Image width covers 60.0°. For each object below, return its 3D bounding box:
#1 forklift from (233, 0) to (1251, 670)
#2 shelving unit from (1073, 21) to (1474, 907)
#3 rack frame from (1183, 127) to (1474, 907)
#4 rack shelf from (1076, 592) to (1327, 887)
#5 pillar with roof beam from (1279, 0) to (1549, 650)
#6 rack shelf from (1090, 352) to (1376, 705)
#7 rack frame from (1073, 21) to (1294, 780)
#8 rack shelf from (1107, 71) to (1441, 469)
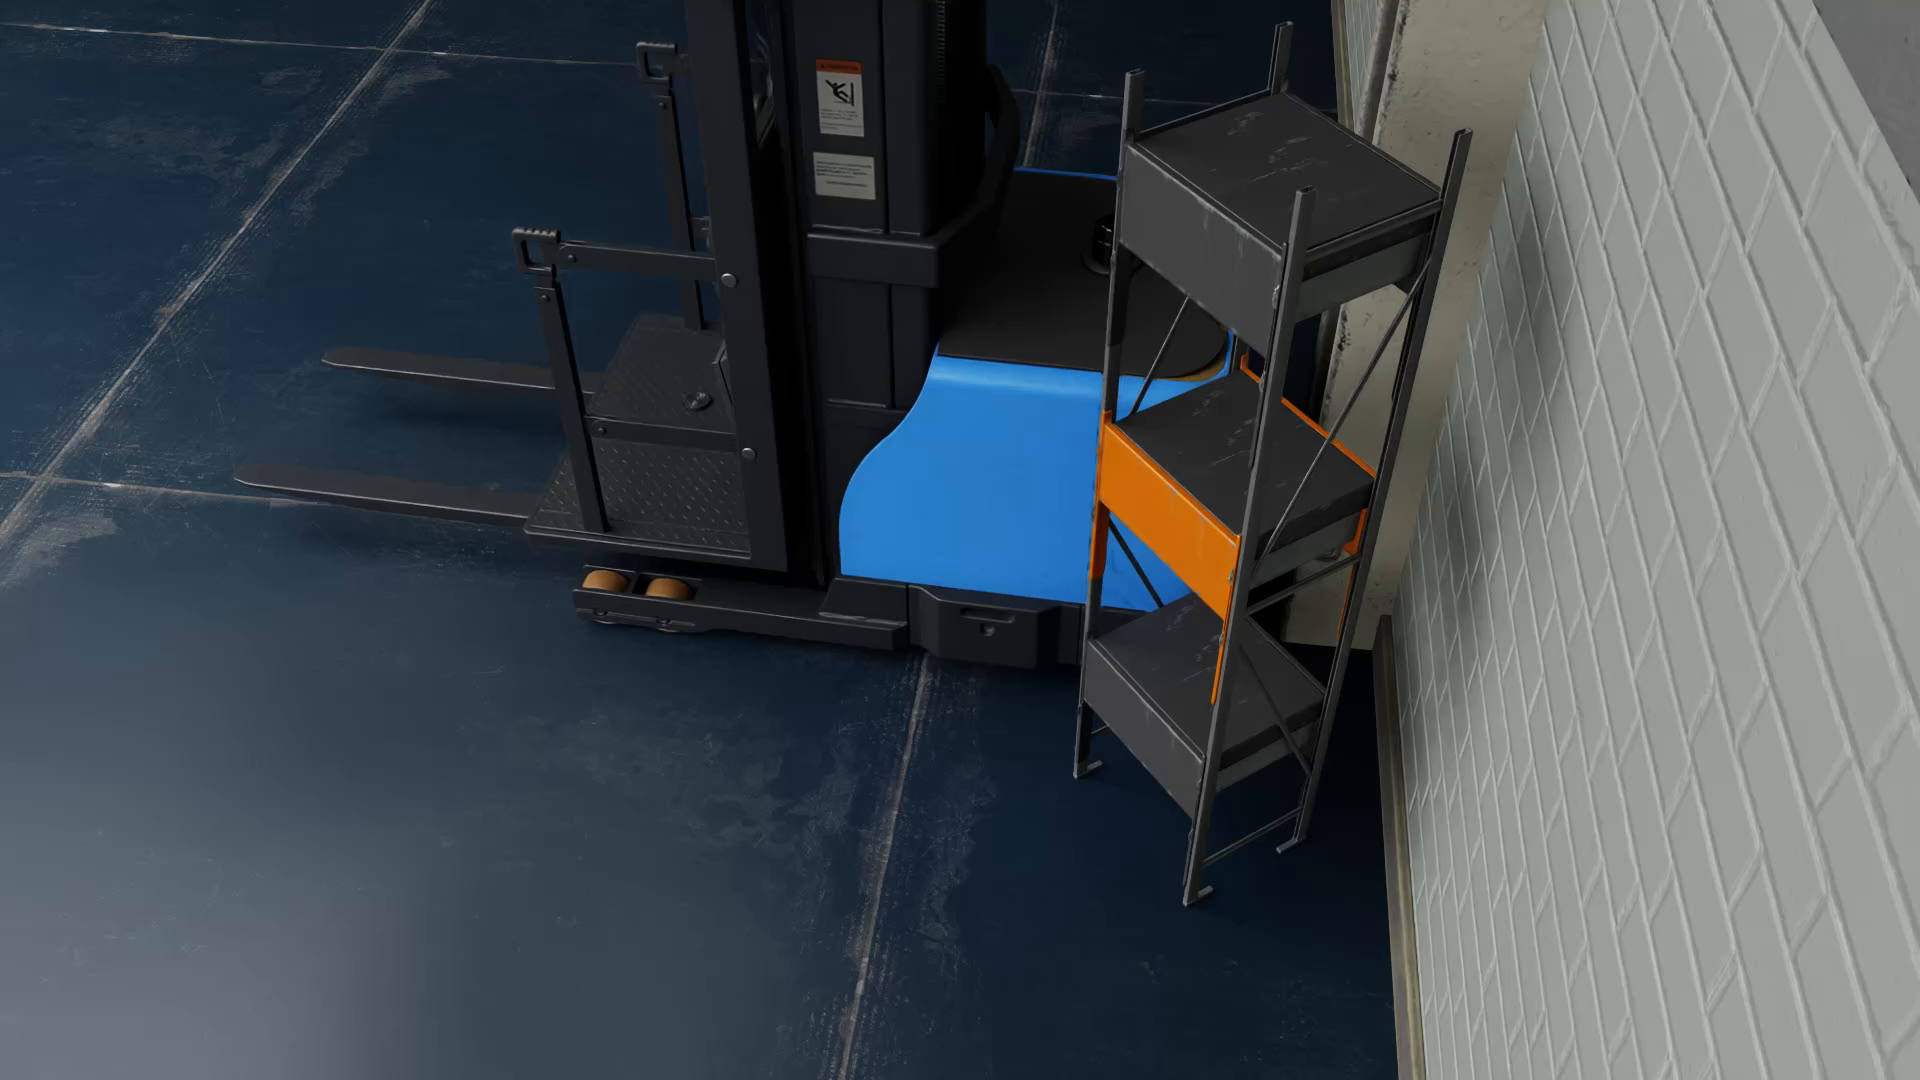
[{"bbox_3d":[-0.695,-1.140,4.323,3.031,2.935,1.130,7,44,7],"label":"forklift"},{"bbox_3d":[0.614,-0.042,3.767,0.431,2.100,0.503,-23,48,-23],"label":"shelving unit"},{"bbox_3d":[0.744,0.100,3.617,0.400,2.100,0.015,-23,48,-23],"label":"rack frame"},{"bbox_3d":[0.614,0.477,4.257,0.431,0.518,0.480,-23,48,-23],"label":"rack shelf"},{"bbox_3d":[-3.141,-3.481,2.381,9.100,9.000,0.400,5,44,6],"label":"pillar with roof beam"},{"bbox_3d":[0.614,-0.032,3.776,0.431,0.518,0.480,-23,48,-23],"label":"rack shelf"},{"bbox_3d":[0.484,-0.184,3.917,0.400,2.100,0.015,-23,48,-23],"label":"rack frame"},{"bbox_3d":[0.614,-0.540,3.295,0.431,0.518,0.480,-23,48,-23],"label":"rack shelf"}]
